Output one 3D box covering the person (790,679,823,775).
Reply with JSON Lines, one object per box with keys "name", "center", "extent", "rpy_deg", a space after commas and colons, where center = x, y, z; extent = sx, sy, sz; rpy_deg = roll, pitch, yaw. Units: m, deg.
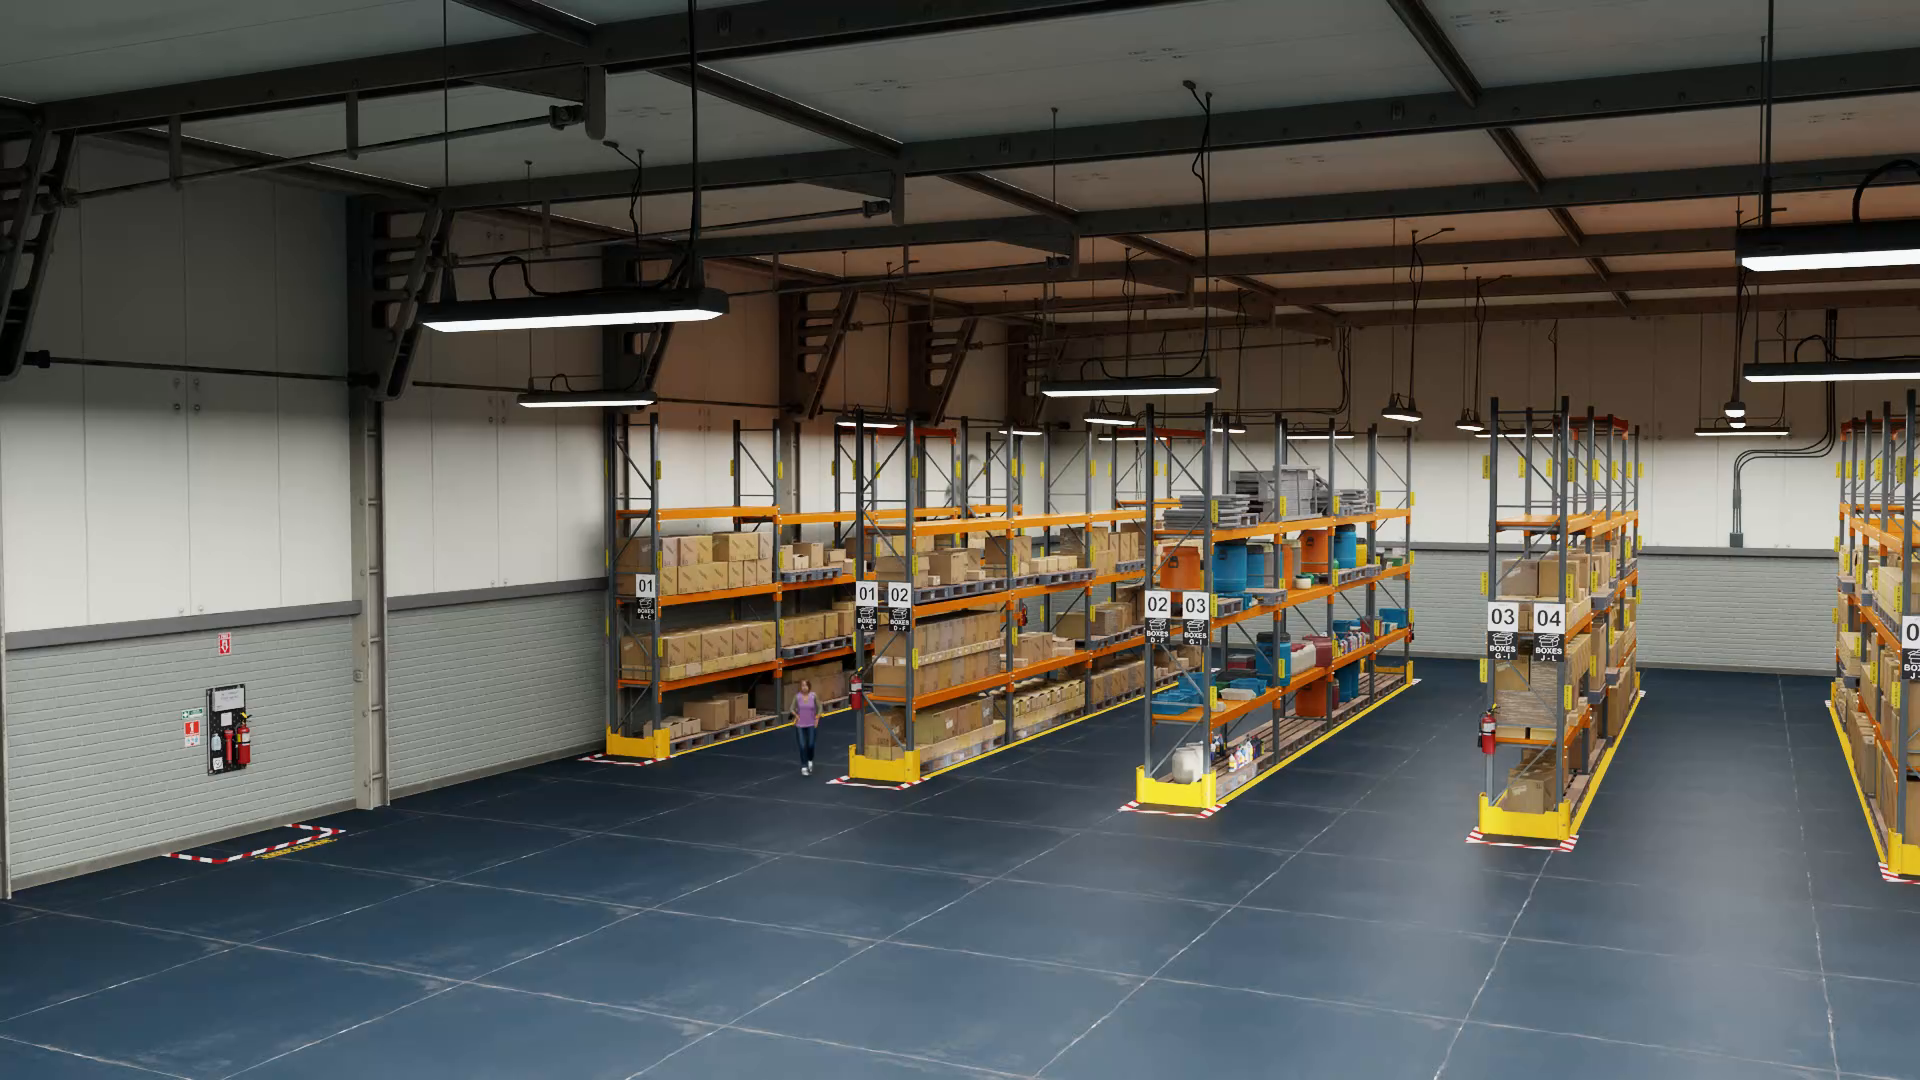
{"name": "person", "center": [-2.527, 3.070, 27.257], "extent": [0.537, 1.577, 0.512], "rpy_deg": [0, 2, -2]}
